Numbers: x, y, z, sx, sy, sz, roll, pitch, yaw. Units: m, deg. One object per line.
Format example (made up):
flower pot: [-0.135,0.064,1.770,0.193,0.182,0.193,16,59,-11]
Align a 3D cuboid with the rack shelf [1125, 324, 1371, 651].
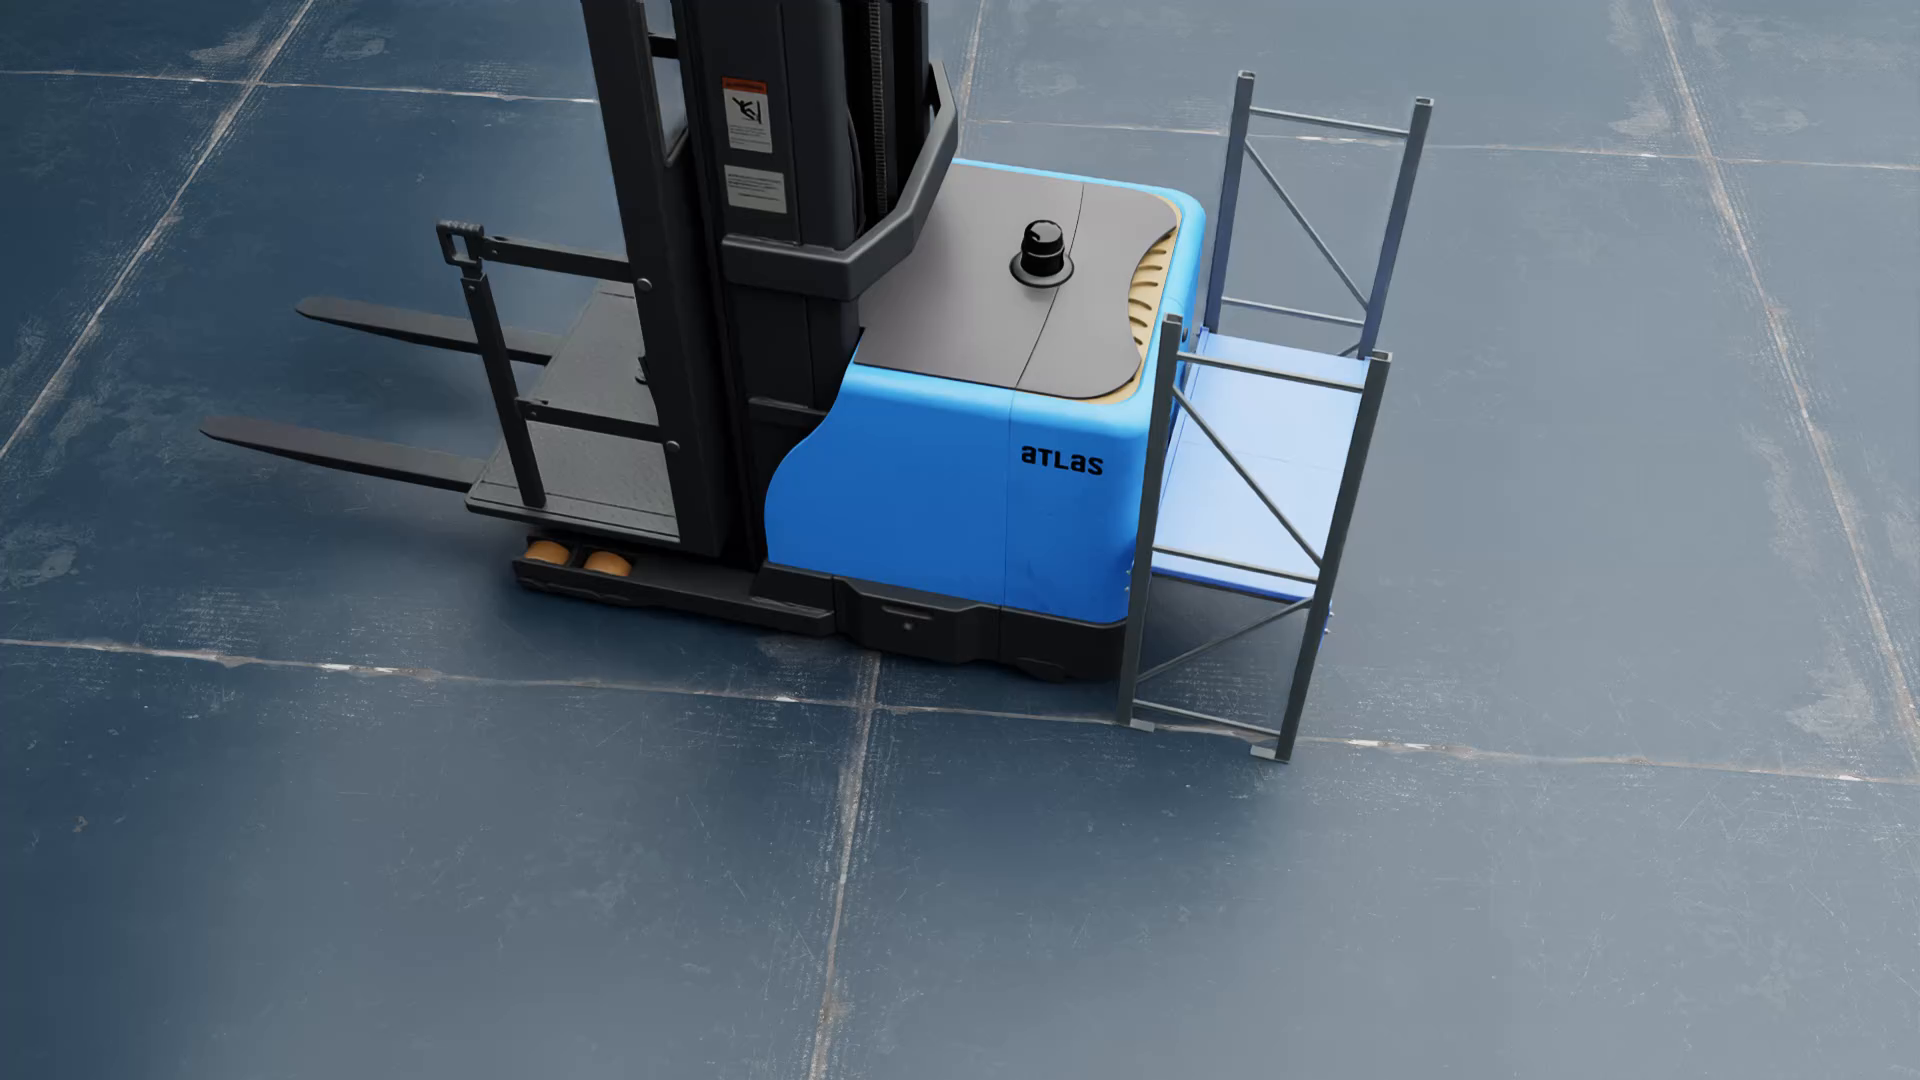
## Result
rack shelf: [0.827,-0.176,4.639,0.538,0.185,1.000,12,49,11]

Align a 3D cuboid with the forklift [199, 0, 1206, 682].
forklift: [-0.866,-1.162,4.326,3.031,2.935,1.130,10,48,9]

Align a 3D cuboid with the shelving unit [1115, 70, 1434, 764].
shelving unit: [0.827,-0.298,4.506,0.538,1.500,1.048,12,49,11]

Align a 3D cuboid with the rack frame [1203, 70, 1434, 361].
rack frame: [0.966,-0.659,4.836,0.500,1.500,0.032,12,49,11]

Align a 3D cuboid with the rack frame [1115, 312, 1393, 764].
rack frame: [0.688,0.063,4.176,0.500,1.500,0.032,12,49,11]
